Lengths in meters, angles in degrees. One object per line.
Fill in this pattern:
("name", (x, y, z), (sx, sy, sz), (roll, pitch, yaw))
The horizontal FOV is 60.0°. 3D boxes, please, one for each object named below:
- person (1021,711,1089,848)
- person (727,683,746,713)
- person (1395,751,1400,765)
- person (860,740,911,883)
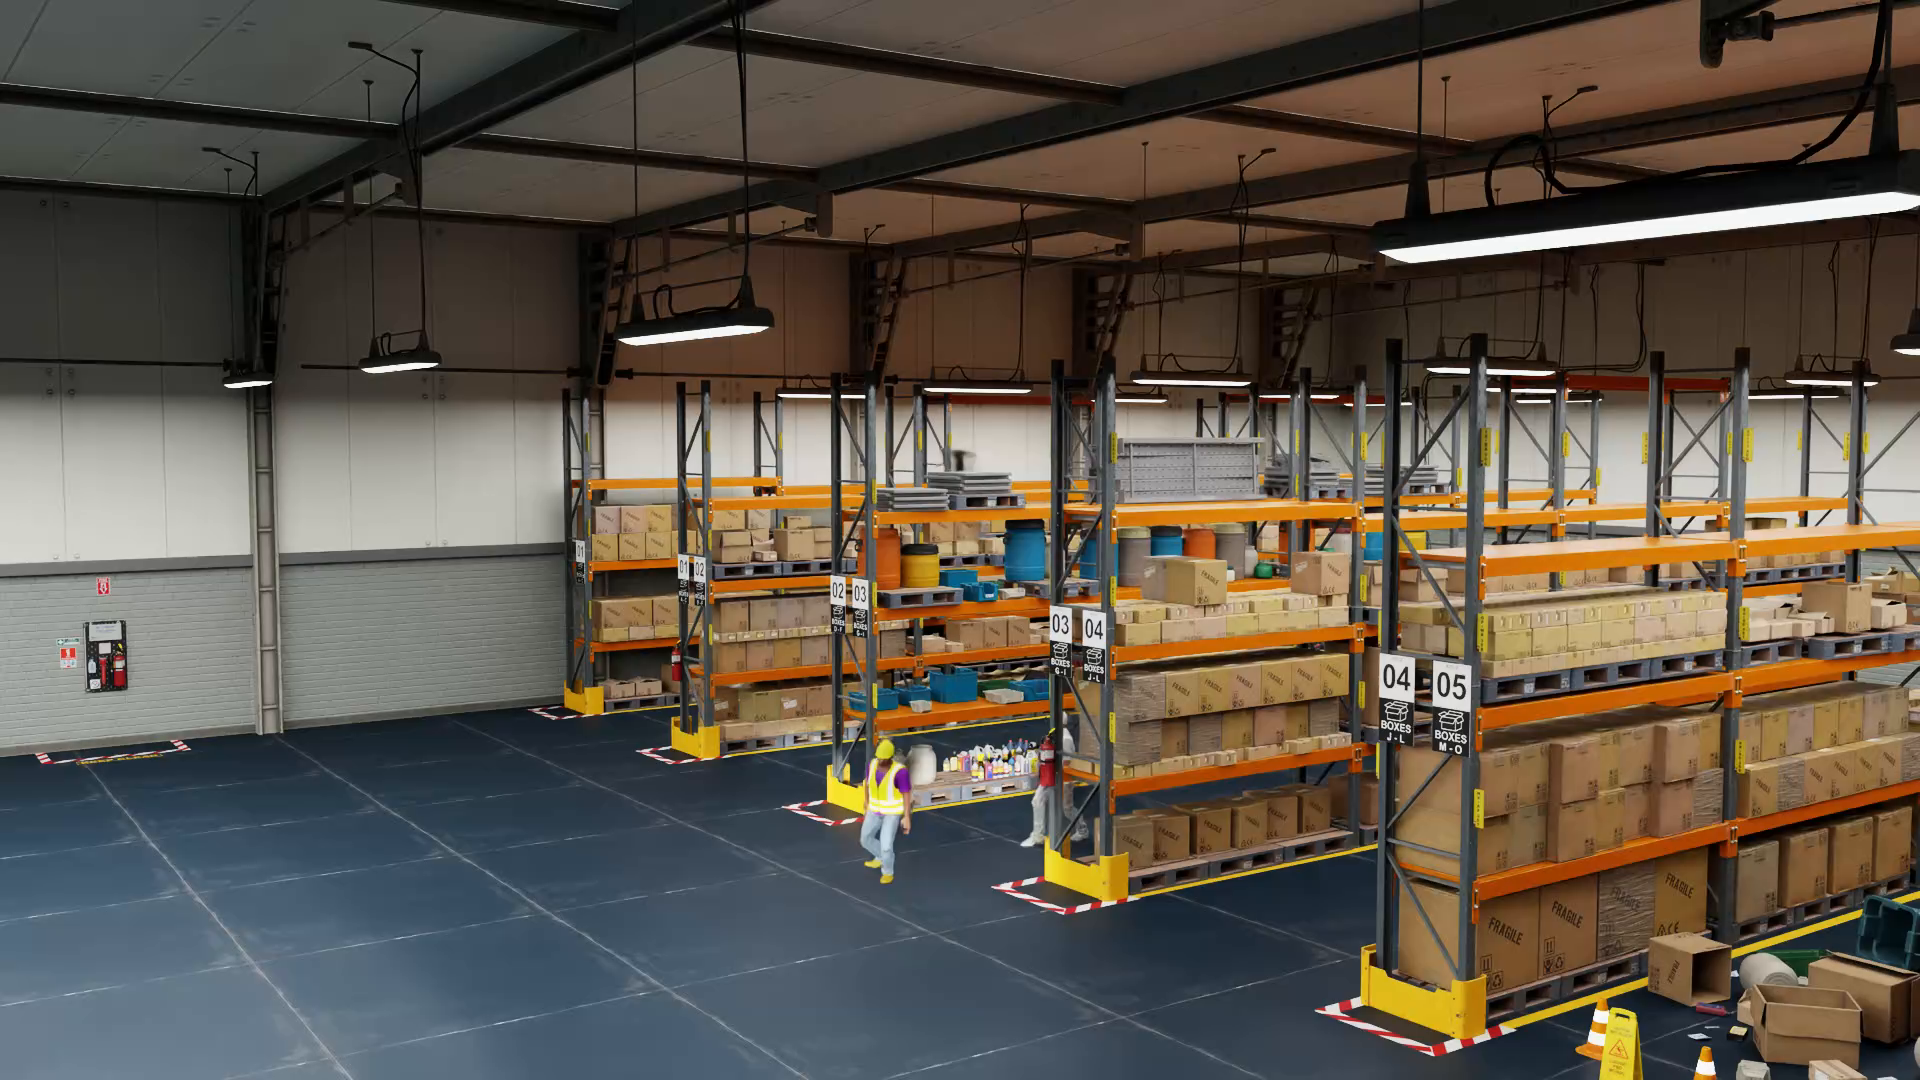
("person", (1.269, 2.965, 20.587), (0.836, 1.763, 0.727), (-1, 4, -22))
("person", (-3.839, 2.432, 29.160), (0.644, 1.735, 0.675), (3, 5, 42))
("person", (6.366, 2.769, 24.091), (0.674, 1.740, 0.637), (3, 5, 42))
("person", (-0.851, 3.088, 19.064), (0.840, 1.683, 0.697), (2, 4, 31))
